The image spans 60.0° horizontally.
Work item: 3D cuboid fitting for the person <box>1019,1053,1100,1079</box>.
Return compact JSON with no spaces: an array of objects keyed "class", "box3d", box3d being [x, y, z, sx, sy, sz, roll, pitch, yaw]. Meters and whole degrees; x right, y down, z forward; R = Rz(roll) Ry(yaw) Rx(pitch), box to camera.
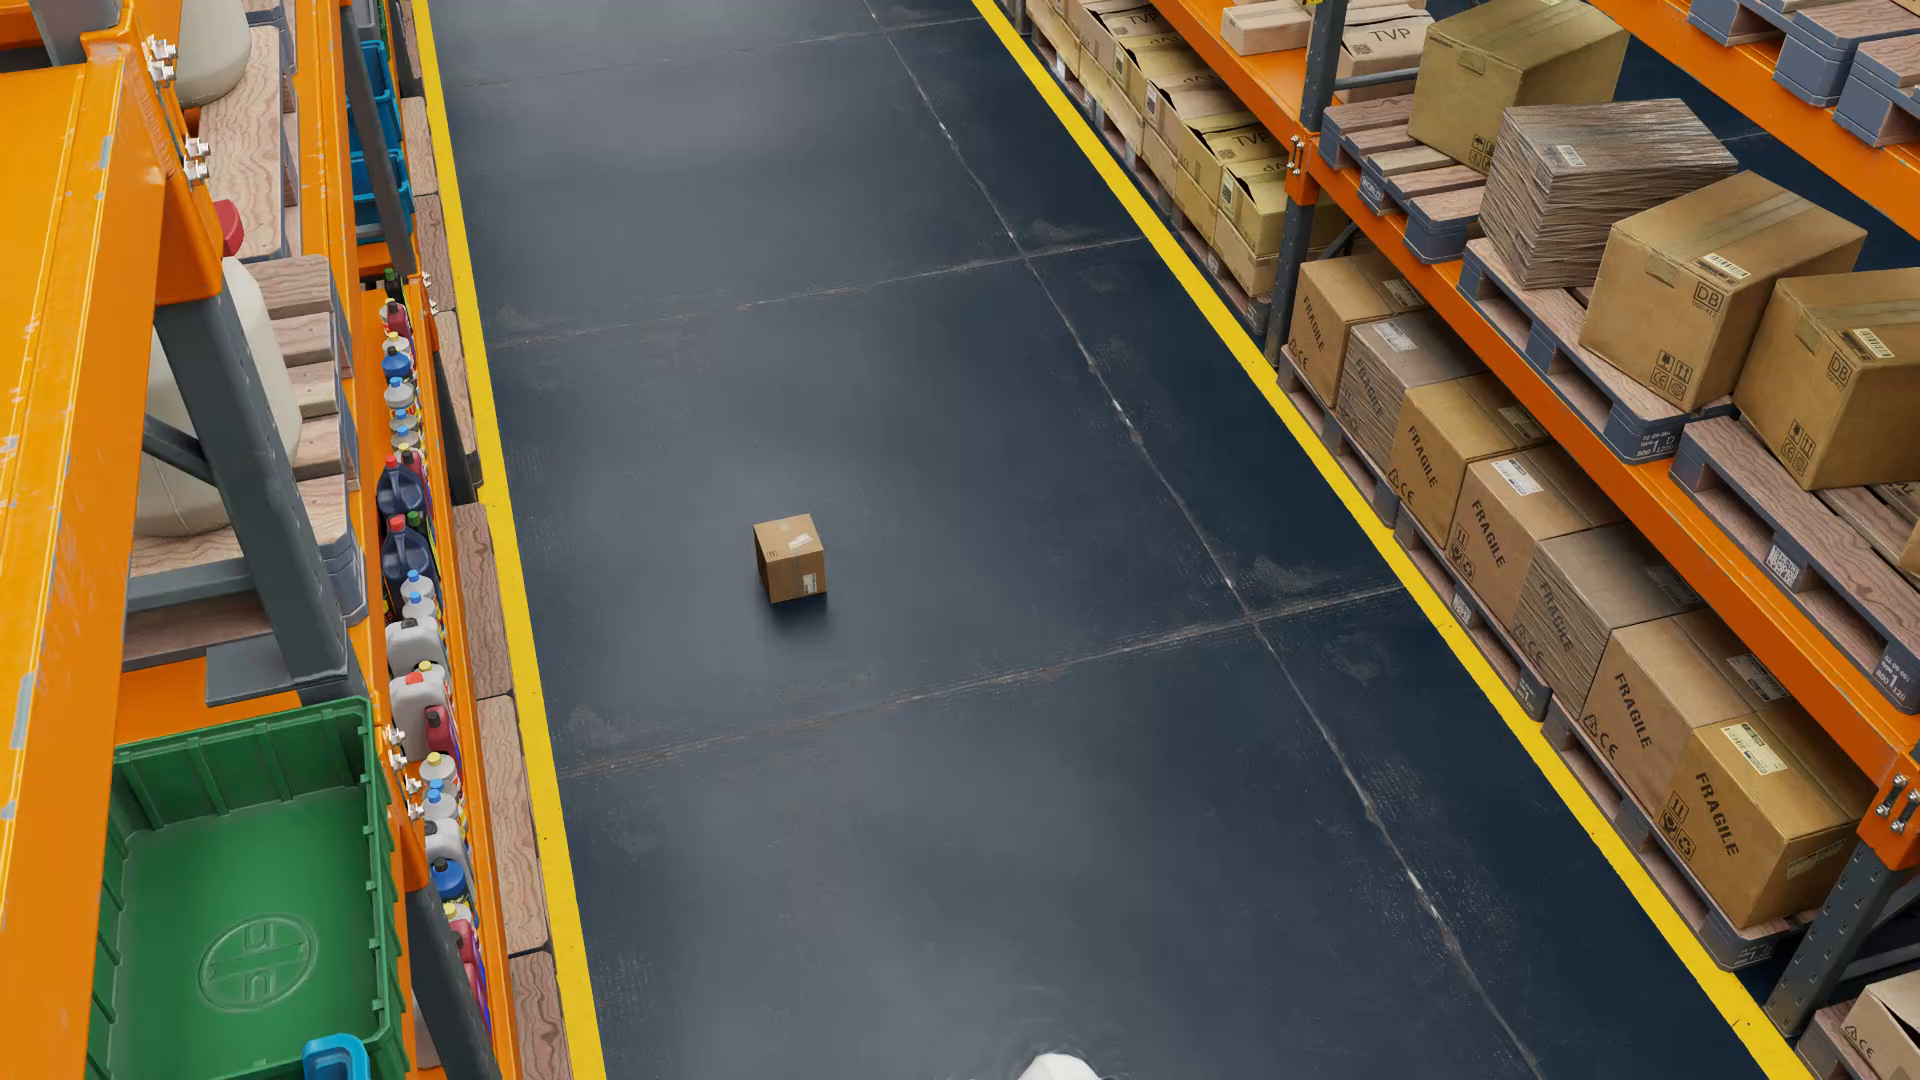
[{"class":"person","box3d":[0.252,1.898,4.018,0.560,1.785,0.821,-9,43,-10]}]
